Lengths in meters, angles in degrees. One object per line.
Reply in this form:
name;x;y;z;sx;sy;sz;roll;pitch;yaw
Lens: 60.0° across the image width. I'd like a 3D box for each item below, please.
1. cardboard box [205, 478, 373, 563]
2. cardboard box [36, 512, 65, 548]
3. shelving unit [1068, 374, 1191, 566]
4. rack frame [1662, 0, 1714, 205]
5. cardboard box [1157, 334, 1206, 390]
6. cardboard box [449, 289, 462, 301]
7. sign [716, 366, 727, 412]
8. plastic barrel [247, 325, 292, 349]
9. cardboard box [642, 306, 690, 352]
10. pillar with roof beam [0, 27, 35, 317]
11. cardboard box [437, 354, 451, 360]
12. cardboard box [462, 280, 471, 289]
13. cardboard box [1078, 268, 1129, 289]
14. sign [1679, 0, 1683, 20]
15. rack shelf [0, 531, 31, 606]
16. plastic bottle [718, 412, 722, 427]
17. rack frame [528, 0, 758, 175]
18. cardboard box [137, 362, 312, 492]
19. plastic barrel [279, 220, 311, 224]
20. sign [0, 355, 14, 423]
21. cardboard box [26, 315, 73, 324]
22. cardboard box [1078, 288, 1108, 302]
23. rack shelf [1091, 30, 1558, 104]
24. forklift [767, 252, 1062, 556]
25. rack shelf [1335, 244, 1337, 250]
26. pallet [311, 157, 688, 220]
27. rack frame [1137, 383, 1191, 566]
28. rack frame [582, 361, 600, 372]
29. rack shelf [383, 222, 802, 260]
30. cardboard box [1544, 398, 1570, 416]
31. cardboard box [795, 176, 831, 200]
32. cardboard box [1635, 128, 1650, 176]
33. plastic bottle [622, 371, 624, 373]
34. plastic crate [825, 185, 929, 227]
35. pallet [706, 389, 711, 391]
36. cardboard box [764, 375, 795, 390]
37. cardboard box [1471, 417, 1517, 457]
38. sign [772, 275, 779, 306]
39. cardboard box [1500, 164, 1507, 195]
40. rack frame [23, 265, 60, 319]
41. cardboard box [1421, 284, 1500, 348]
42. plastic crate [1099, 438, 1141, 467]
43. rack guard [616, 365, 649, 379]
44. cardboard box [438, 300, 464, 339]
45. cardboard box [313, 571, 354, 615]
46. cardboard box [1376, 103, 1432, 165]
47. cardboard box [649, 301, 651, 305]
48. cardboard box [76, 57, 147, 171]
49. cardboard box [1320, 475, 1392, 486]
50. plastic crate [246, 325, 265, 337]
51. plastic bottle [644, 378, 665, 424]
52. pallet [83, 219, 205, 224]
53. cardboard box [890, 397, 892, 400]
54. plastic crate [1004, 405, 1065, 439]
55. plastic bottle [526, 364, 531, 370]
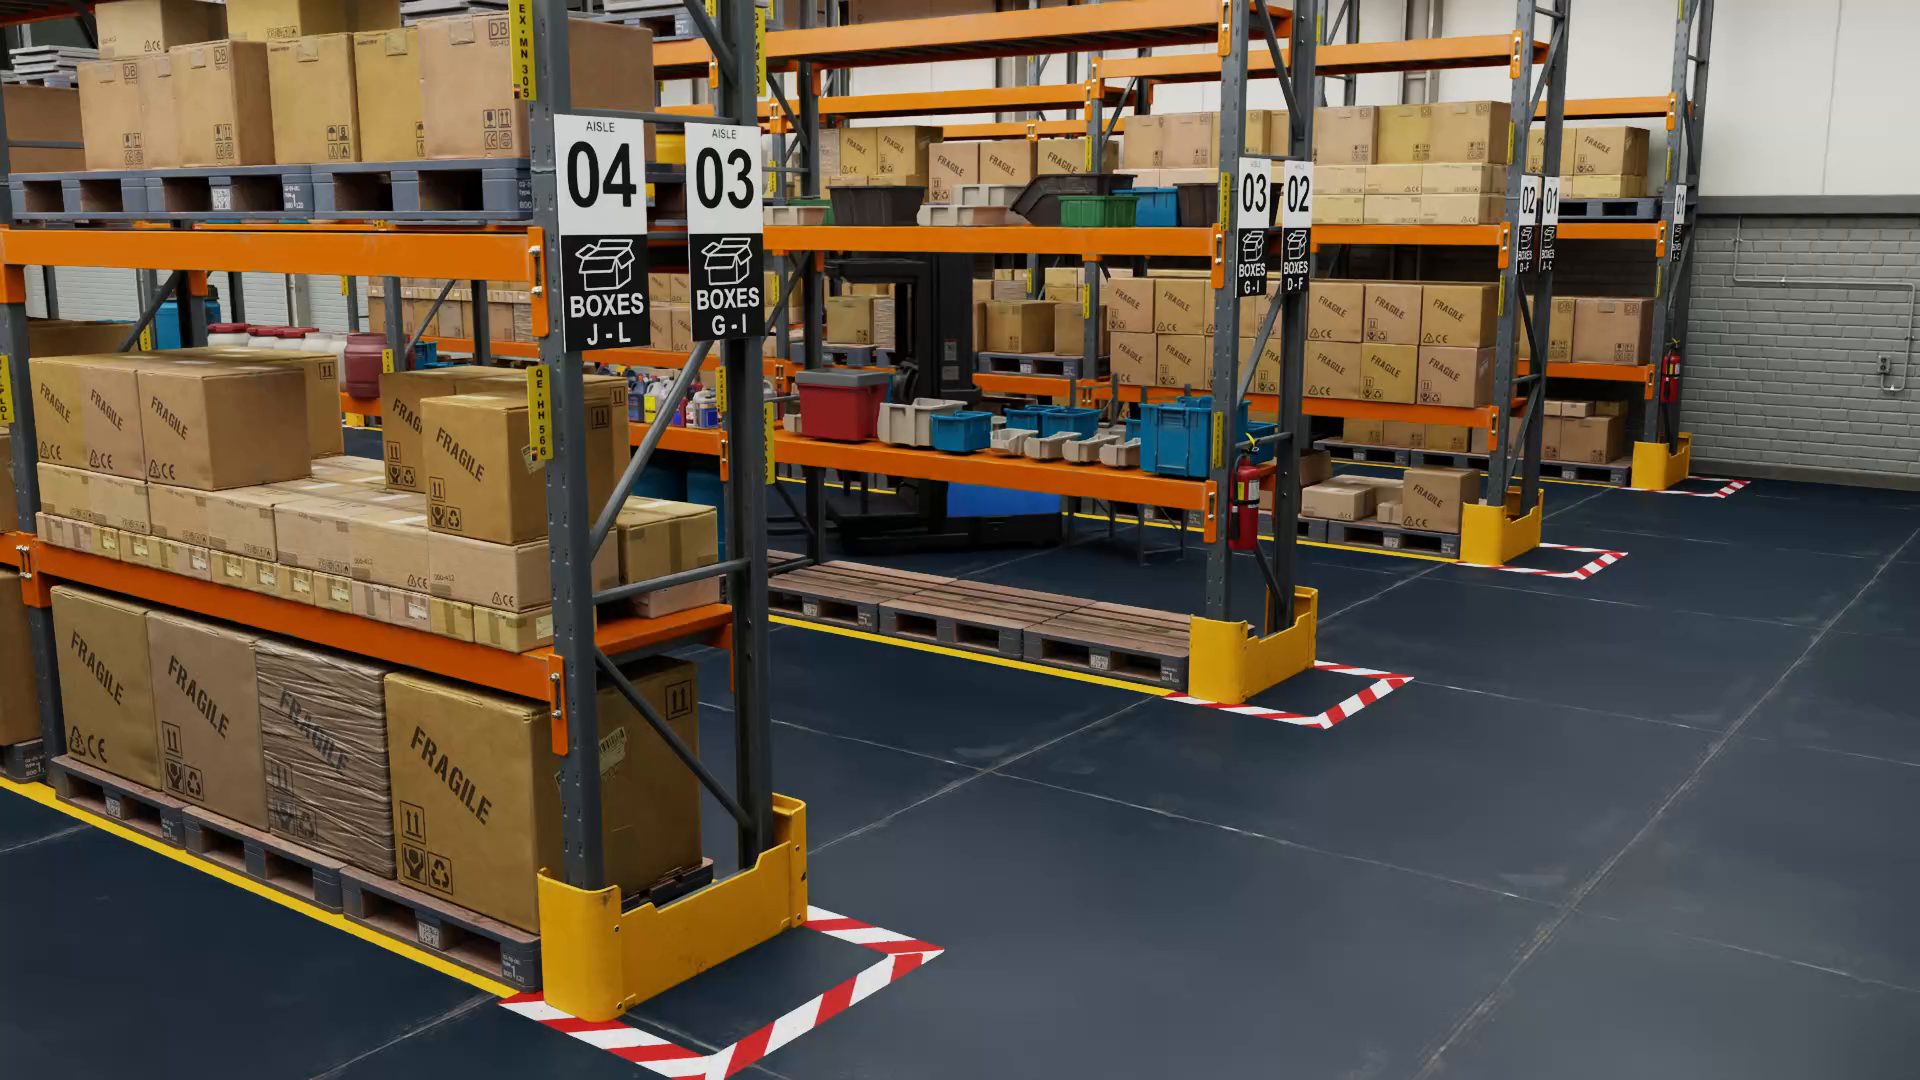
cardboard box;-2.898;-0.093;7.222;0.500;0.250;0.500;8;14;36
cardboard box;-4.292;-0.076;8.188;0.250;0.149;0.380;8;14;36
shelving unit;1.442;-0.627;14.322;0.538;1.500;1.048;-7;13;-31
rack frame;7.686;-5.054;17.464;0.127;3.000;1.000;8;13;36
cardboard box;2.197;-1.693;15.620;0.500;0.500;0.500;8;14;37
cardboard box;-6.499;-3.237;21.894;0.250;0.149;0.380;8;14;37
sign;-1.729;-1.094;12.058;0.005;0.325;0.100;8;13;36
plastic barrel;-6.617;-1.785;15.999;0.433;0.535;0.433;0;11;0
cardboard box;-3.477;-2.544;20.019;0.500;0.500;0.500;8;14;36
pillar with roof beam;-26.026;-8.946;37.580;0.548;9.000;9.100;8;13;36
cardboard box;-7.531;-2.359;23.484;0.500;0.500;0.500;8;13;36
cardboard box;-6.088;-3.547;21.789;0.500;0.500;0.700;8;13;36
cardboard box;1.885;-3.431;21.792;0.500;0.250;0.500;8;13;35
sign;7.353;-5.470;16.946;0.005;0.325;0.100;8;13;36
rack shelf;-5.946;-0.155;9.830;4.000;0.370;1.077;8;13;36
plastic bottle;-1.852;-0.960;12.620;0.097;0.201;0.097;0;11;0
rack frame;-1.110;-2.779;5.705;0.127;3.000;1.000;8;13;36
cardboard box;-3.285;-0.517;7.442;0.500;0.500;0.500;7;13;34
plastic barrel;-6.257;-3.489;15.951;0.708;0.901;0.600;8;13;36
sign;-4.647;-0.729;8.062;0.005;0.325;0.100;8;13;36
cardboard box;-5.400;-0.975;9.267;0.637;0.503;0.797;8;14;36
cardboard box;1.895;-3.059;21.847;0.500;0.500;0.500;9;14;37
rack shelf;3.145;-4.166;14.773;4.000;0.370;1.077;8;13;36
forklift;-0.668;-1.408;14.593;3.031;2.935;1.130;-2;11;-12
rack shelf;2.850;-3.903;21.304;4.000;0.370;1.077;8;13;36
pallet;-1.714;-1.345;6.421;1.213;0.211;1.003;8;13;36
rack frame;1.705;-0.544;13.895;0.500;1.500;0.032;-7;13;-31
rack frame;-4.915;-2.699;21.085;0.127;3.000;1.000;8;13;36
rack shelf;-3.014;-2.386;13.464;4.000;0.370;1.077;8;13;36
cardboard box;6.645;-1.485;18.576;0.250;0.149;0.380;8;14;37
cardboard box;-1.319;-3.727;18.239;0.500;0.500;0.910;8;13;36
cardboard box;7.241;-4.251;18.258;0.500;0.500;0.500;7;13;33
plastic bottle;-2.870;-1.290;14.107;0.133;0.283;0.061;8;13;36
plastic crate;-0.563;-2.269;11.307;0.590;0.269;0.497;8;13;36
pallet;-3.536;-2.296;26.343;1.213;0.211;1.003;8;13;36
cardboard box;-2.846;-2.557;25.774;0.500;0.500;0.500;7;13;31
cardboard box;6.254;-1.264;19.141;0.500;0.500;0.700;7;13;34
sign;-2.017;-2.733;18.209;0.005;0.325;0.100;8;13;36
cardboard box;4.497;-3.092;14.298;0.500;0.250;0.500;8;13;36
rack frame;-11.074;-2.391;19.492;0.127;3.000;1.000;8;13;36
cardboard box;4.235;-1.898;14.048;0.500;0.500;0.500;8;13;35
plastic crate;1.058;-0.556;10.544;0.243;0.136;0.396;8;13;36
rack guard;-5.149;-2.672;27.525;0.348;0.500;1.175;8;13;36
cardboard box;-6.521;-2.970;22.221;0.500;0.500;0.700;8;14;37
cardboard box;-2.416;0.185;6.837;0.250;0.149;0.380;8;13;34
cardboard box;3.980;-3.487;14.365;0.500;0.500;0.700;8;13;36
cardboard box;-5.005;-3.741;26.809;0.500;0.250;0.500;7;13;34
cardboard box;-3.667;-1.982;7.848;0.500;0.500;0.700;7;13;32
cardboard box;3.681;-0.433;15.452;0.500;0.250;0.500;8;13;36
plastic crate;-7.279;-1.965;17.122;0.583;0.464;0.402;8;13;36
plastic bottle;-2.337;-1.071;12.798;0.185;0.351;0.144;8;13;36
pallet;-8.489;-3.388;17.243;1.003;0.211;1.213;8;13;36
cardboard box;-0.750;-1.532;18.498;0.500;0.250;0.500;9;14;38
plastic crate;0.515;-0.799;11.548;0.300;0.233;0.416;8;13;36
plastic bottle;-3.861;-1.428;14.822;0.133;0.283;0.061;8;13;36
